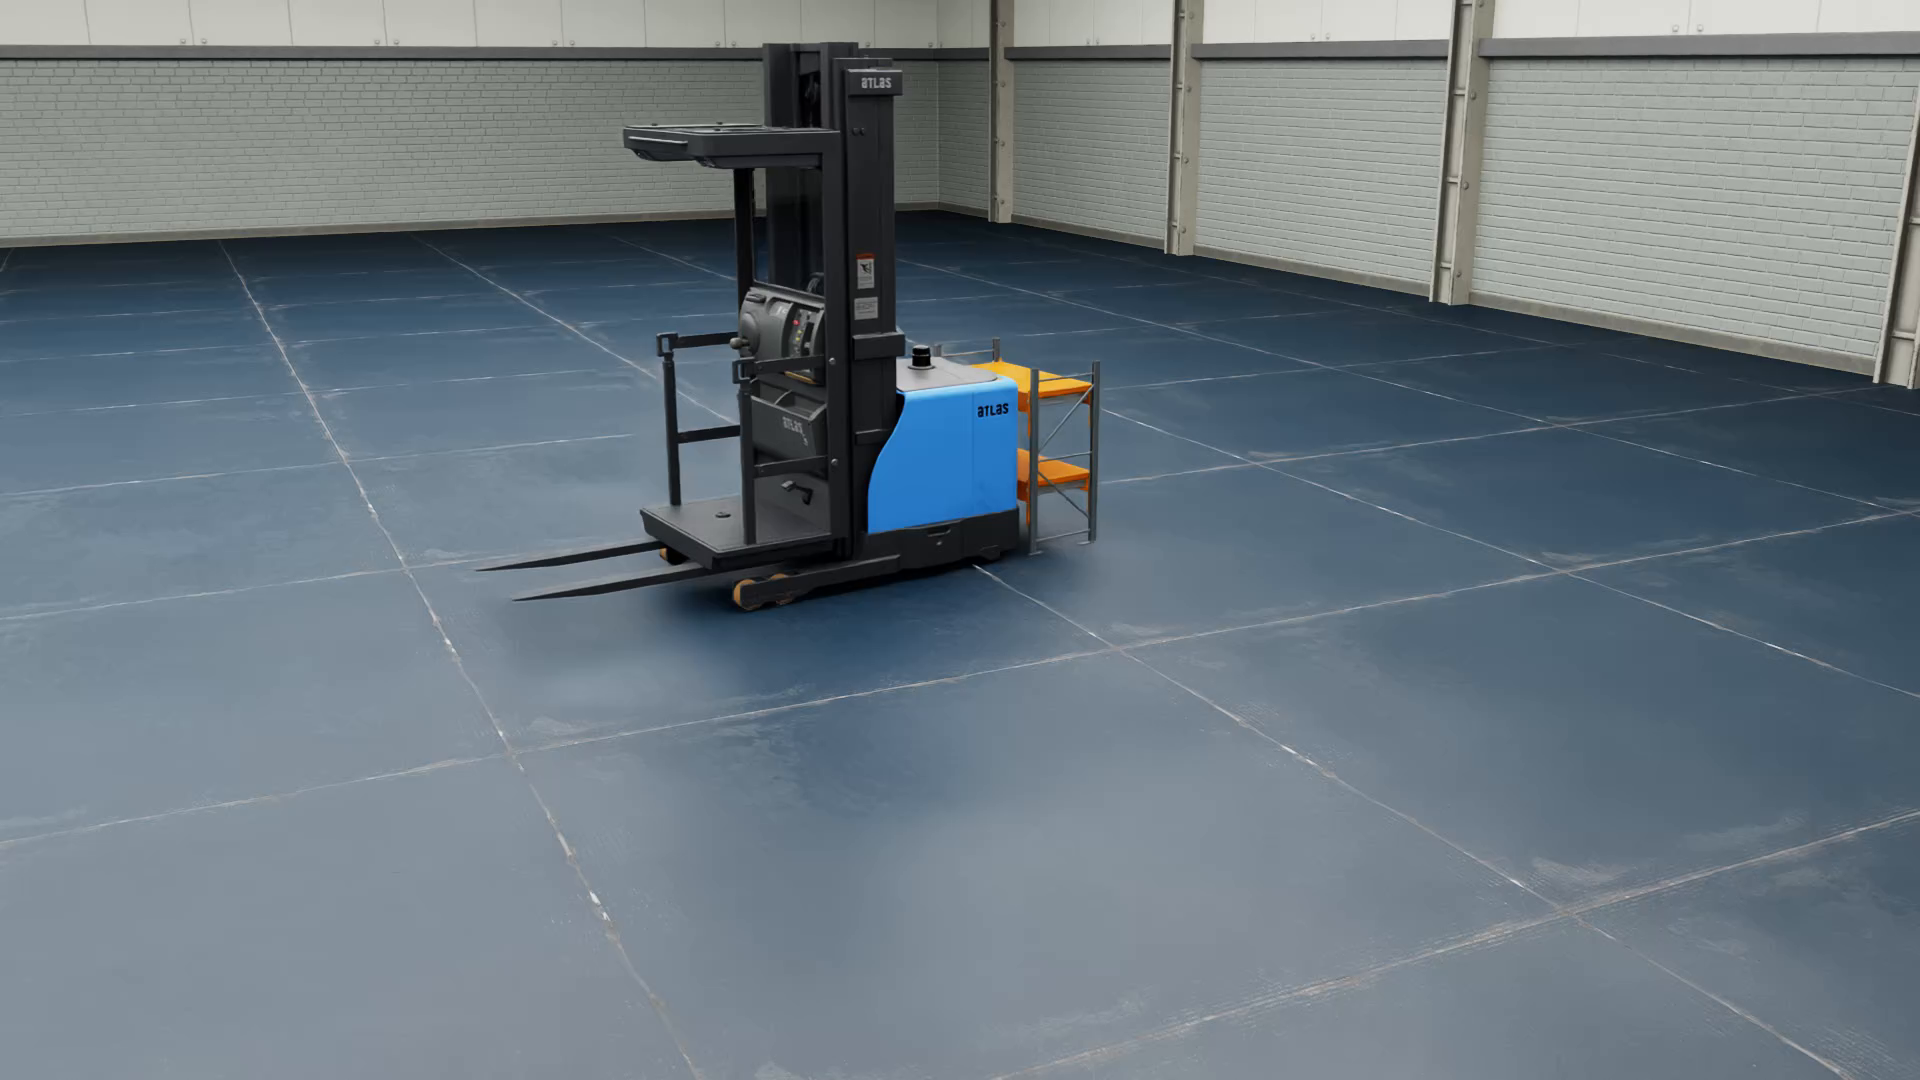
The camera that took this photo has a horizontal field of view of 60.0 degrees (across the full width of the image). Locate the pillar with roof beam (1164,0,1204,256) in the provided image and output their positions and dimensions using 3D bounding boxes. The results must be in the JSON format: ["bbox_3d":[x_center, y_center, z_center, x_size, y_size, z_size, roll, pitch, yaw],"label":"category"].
[{"bbox_3d":[-0.493,-8.207,22.536,9.100,9.000,0.400,-8,18,-25],"label":"pillar with roof beam"}]

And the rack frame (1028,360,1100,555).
[{"bbox_3d":[0.622,-0.491,9.924,0.500,1.125,0.032,-11,19,-33],"label":"rack frame"}]

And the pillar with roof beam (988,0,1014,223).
[{"bbox_3d":[-3.121,-9.695,27.720,9.100,9.000,0.400,-8,18,-25],"label":"pillar with roof beam"}]

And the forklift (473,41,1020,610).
[{"bbox_3d":[-1.165,-1.196,9.105,3.031,2.935,1.130,-10,19,-31],"label":"forklift"}]

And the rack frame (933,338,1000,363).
[{"bbox_3d":[0.045,-0.723,10.729,0.500,1.125,0.032,-11,19,-33],"label":"rack frame"}]

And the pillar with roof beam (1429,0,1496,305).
[{"bbox_3d":[2.136,-6.719,17.352,9.100,9.000,0.400,-8,18,-25],"label":"pillar with roof beam"}]

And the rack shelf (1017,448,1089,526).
[{"bbox_3d":[0.334,-0.372,10.394,0.538,0.278,1.000,-11,19,-33],"label":"rack shelf"}]

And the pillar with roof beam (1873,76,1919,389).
[{"bbox_3d":[4.764,-5.232,12.167,9.100,9.000,0.400,-8,18,-25],"label":"pillar with roof beam"}]

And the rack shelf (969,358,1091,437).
[{"bbox_3d":[0.334,-0.888,10.246,0.538,0.278,1.000,-11,19,-33],"label":"rack shelf"}]

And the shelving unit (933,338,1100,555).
[{"bbox_3d":[0.334,-0.607,10.327,0.538,1.125,1.048,-11,19,-33],"label":"shelving unit"}]
